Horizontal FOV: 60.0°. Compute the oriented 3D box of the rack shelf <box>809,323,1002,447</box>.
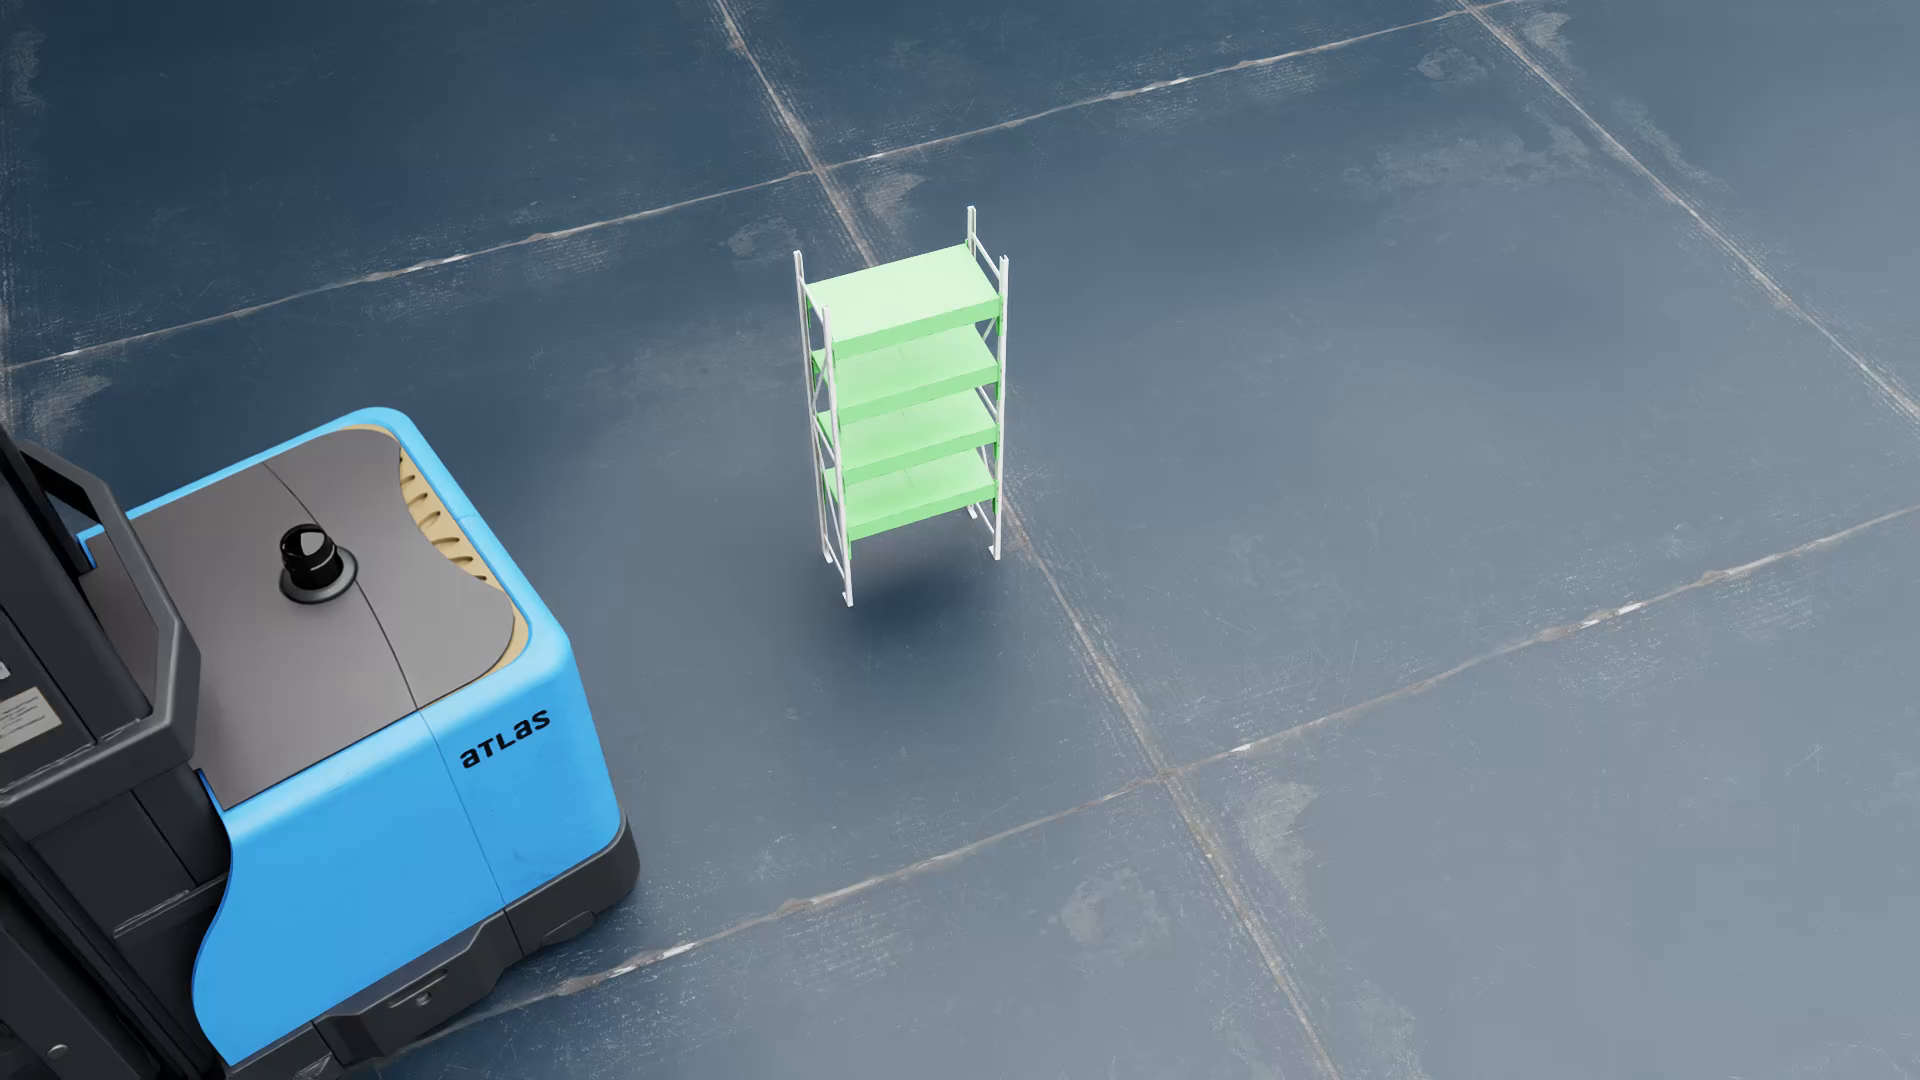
[{"bbox_3d":[-0.153,-0.458,4.620,0.480,0.148,0.258,-17,52,-14],"label":"rack shelf"}]

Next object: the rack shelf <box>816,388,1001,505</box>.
[{"bbox_3d":[-0.153,-0.302,4.803,0.480,0.148,0.258,-17,52,-14],"label":"rack shelf"}]

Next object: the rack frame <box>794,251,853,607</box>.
[{"bbox_3d":[-0.379,-0.273,4.694,0.015,1.200,0.240,-17,52,-14],"label":"rack frame"}]

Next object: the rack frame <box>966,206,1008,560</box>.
[{"bbox_3d":[0.073,-0.413,4.814,0.015,1.200,0.240,-17,52,-14],"label":"rack frame"}]

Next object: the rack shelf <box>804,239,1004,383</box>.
[{"bbox_3d":[-0.153,-0.615,4.438,0.480,0.148,0.258,-17,52,-14],"label":"rack shelf"}]

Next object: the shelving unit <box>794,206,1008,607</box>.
[{"bbox_3d":[-0.153,-0.343,4.754,0.503,1.200,0.258,-17,52,-14],"label":"shelving unit"}]

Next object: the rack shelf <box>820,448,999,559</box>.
[{"bbox_3d":[-0.153,-0.145,4.985,0.480,0.148,0.258,-17,52,-14],"label":"rack shelf"}]

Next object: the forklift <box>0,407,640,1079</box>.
[{"bbox_3d":[-2.337,0.344,3.023,3.031,2.935,1.130,-29,55,-23],"label":"forklift"}]
